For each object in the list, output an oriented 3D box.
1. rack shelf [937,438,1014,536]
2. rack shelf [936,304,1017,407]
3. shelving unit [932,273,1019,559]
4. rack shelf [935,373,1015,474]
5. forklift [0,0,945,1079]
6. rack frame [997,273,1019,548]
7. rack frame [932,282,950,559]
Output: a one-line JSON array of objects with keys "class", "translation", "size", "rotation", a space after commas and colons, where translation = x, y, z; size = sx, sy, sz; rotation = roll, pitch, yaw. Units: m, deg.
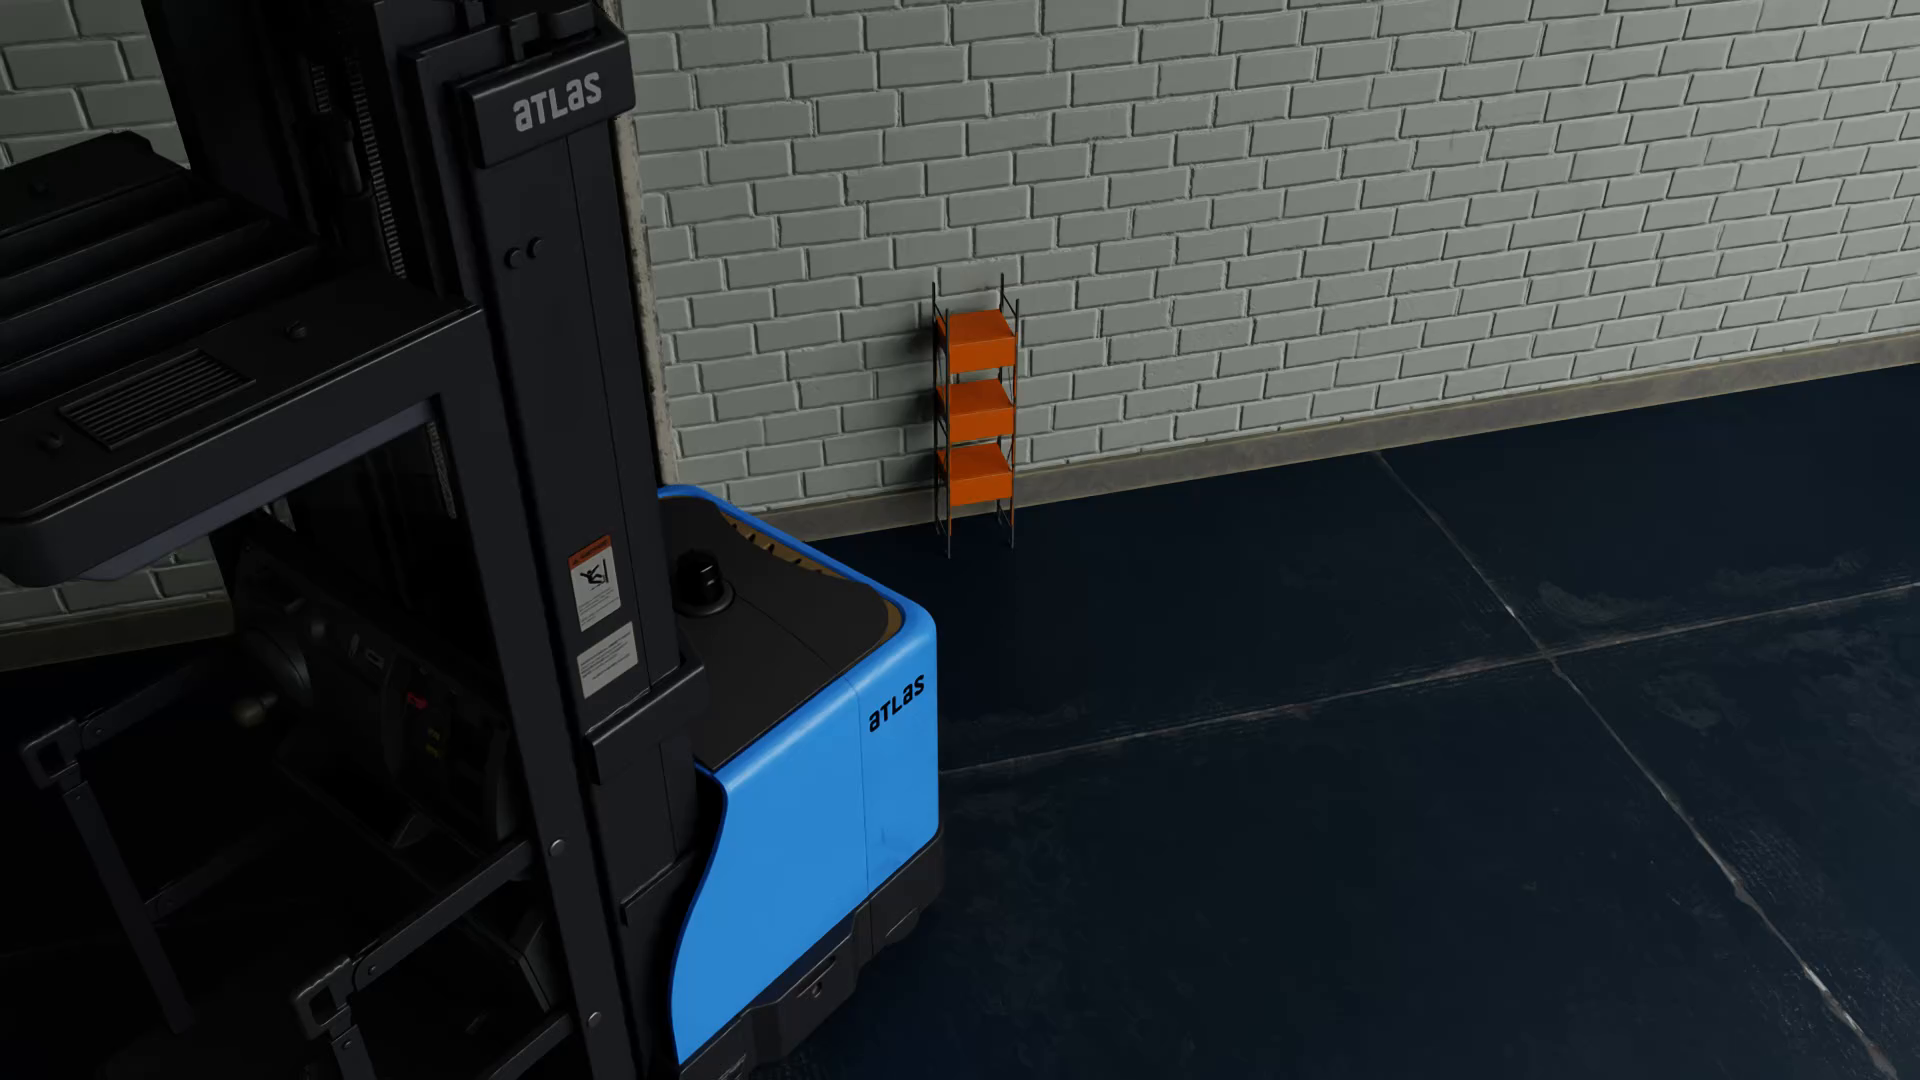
[{"class": "rack shelf", "translation": [0.052, -0.196, 6.117], "size": [0.240, 0.259, 0.215], "rotation": [-9, 38, -12]}, {"class": "rack shelf", "translation": [0.052, -0.642, 5.776], "size": [0.240, 0.259, 0.215], "rotation": [-9, 38, -12]}, {"class": "shelving unit", "translation": [0.052, -0.425, 5.942], "size": [0.252, 1.050, 0.215], "rotation": [-9, 38, -12]}, {"class": "rack shelf", "translation": [0.052, -0.417, 5.949], "size": [0.240, 0.259, 0.215], "rotation": [-9, 38, -12]}, {"class": "forklift", "translation": [-1.368, 0.382, 3.338], "size": [1.130, 2.935, 3.031], "rotation": [27, 45, 30]}, {"class": "rack frame", "translation": [0.169, -0.445, 5.967], "size": [0.008, 1.050, 0.200], "rotation": [-9, 38, -12]}, {"class": "rack frame", "translation": [-0.066, -0.406, 5.917], "size": [0.008, 1.050, 0.200], "rotation": [-9, 38, -12]}]
